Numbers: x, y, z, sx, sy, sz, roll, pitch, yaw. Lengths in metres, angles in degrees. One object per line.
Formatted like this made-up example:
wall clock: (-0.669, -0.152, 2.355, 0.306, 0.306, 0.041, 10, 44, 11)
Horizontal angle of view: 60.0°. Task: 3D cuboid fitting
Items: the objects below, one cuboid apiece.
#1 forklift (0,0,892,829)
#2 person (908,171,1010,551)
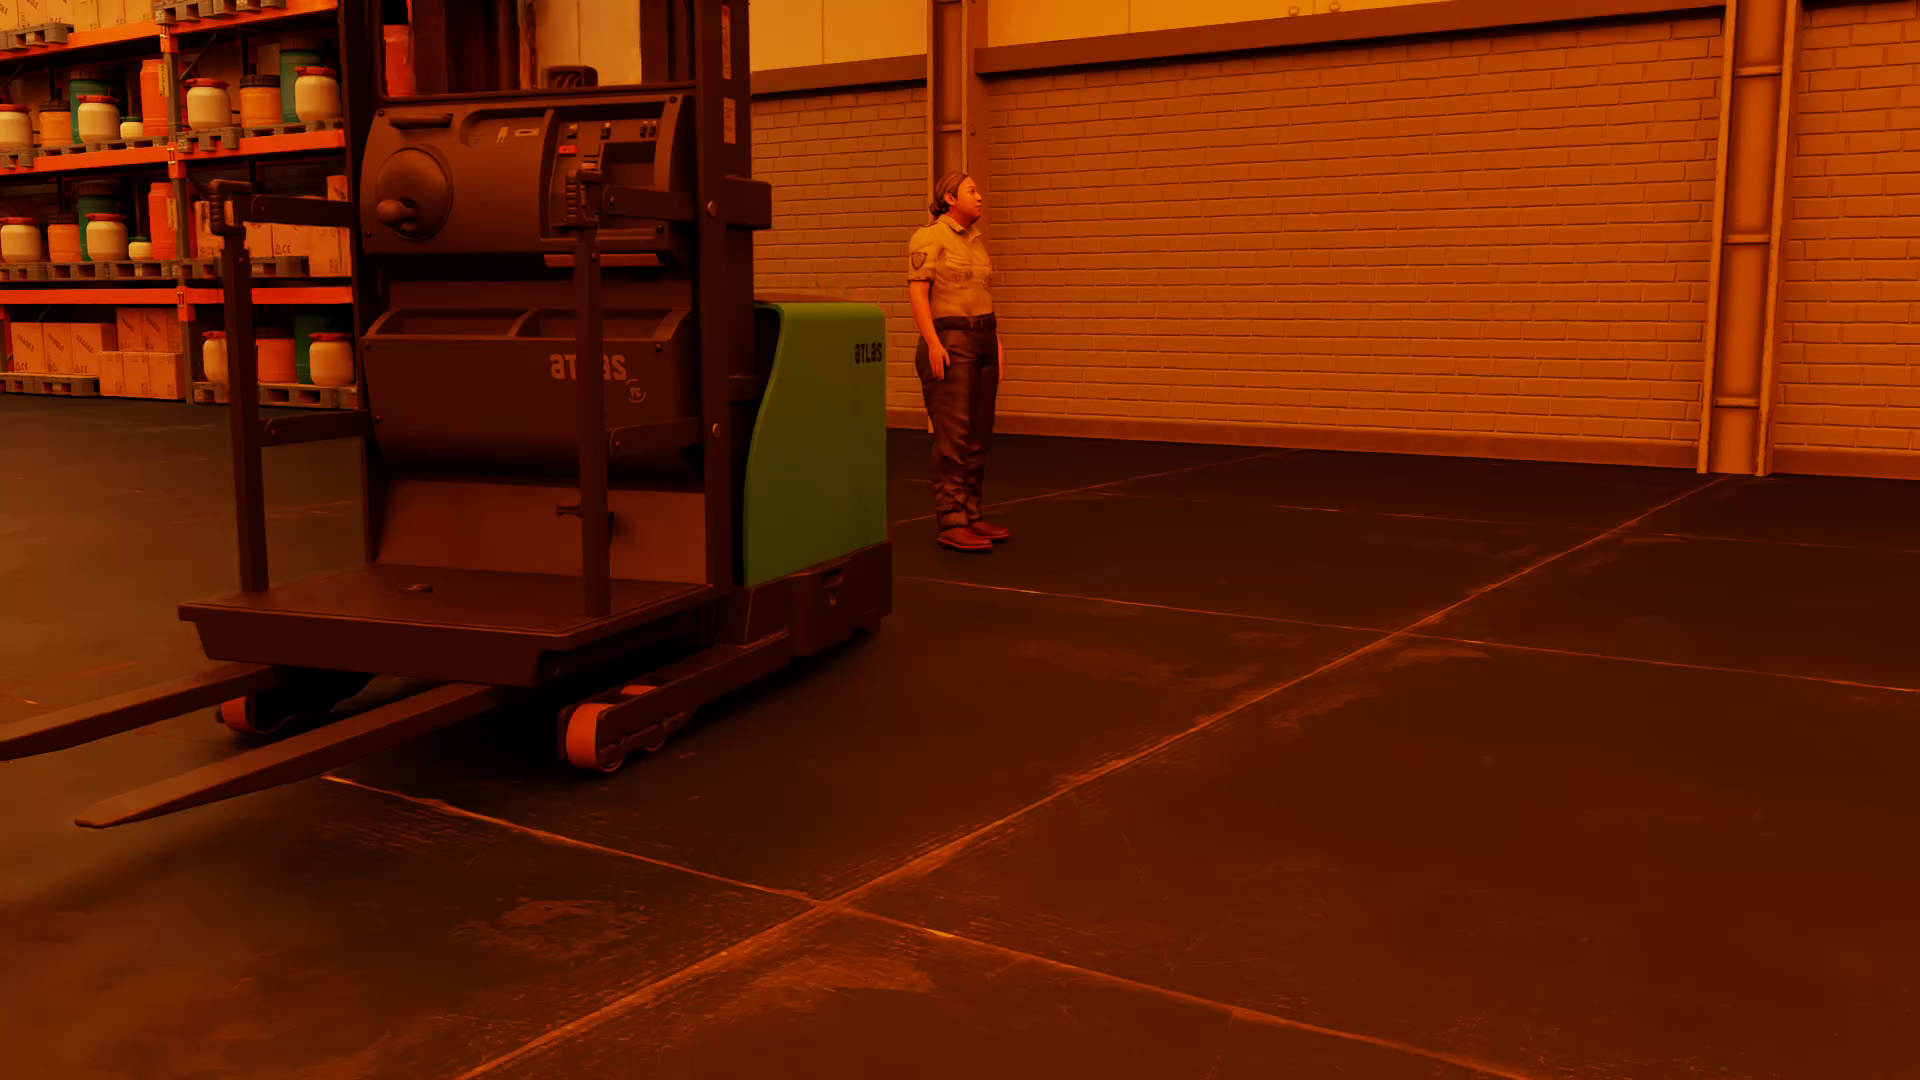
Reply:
forklift: (-1.205, -0.979, 4.074, 1.130, 2.935, 3.031, 3, 9, 20)
person: (0.062, -0.813, 7.418, 0.502, 1.651, 0.598, 5, 10, 34)
